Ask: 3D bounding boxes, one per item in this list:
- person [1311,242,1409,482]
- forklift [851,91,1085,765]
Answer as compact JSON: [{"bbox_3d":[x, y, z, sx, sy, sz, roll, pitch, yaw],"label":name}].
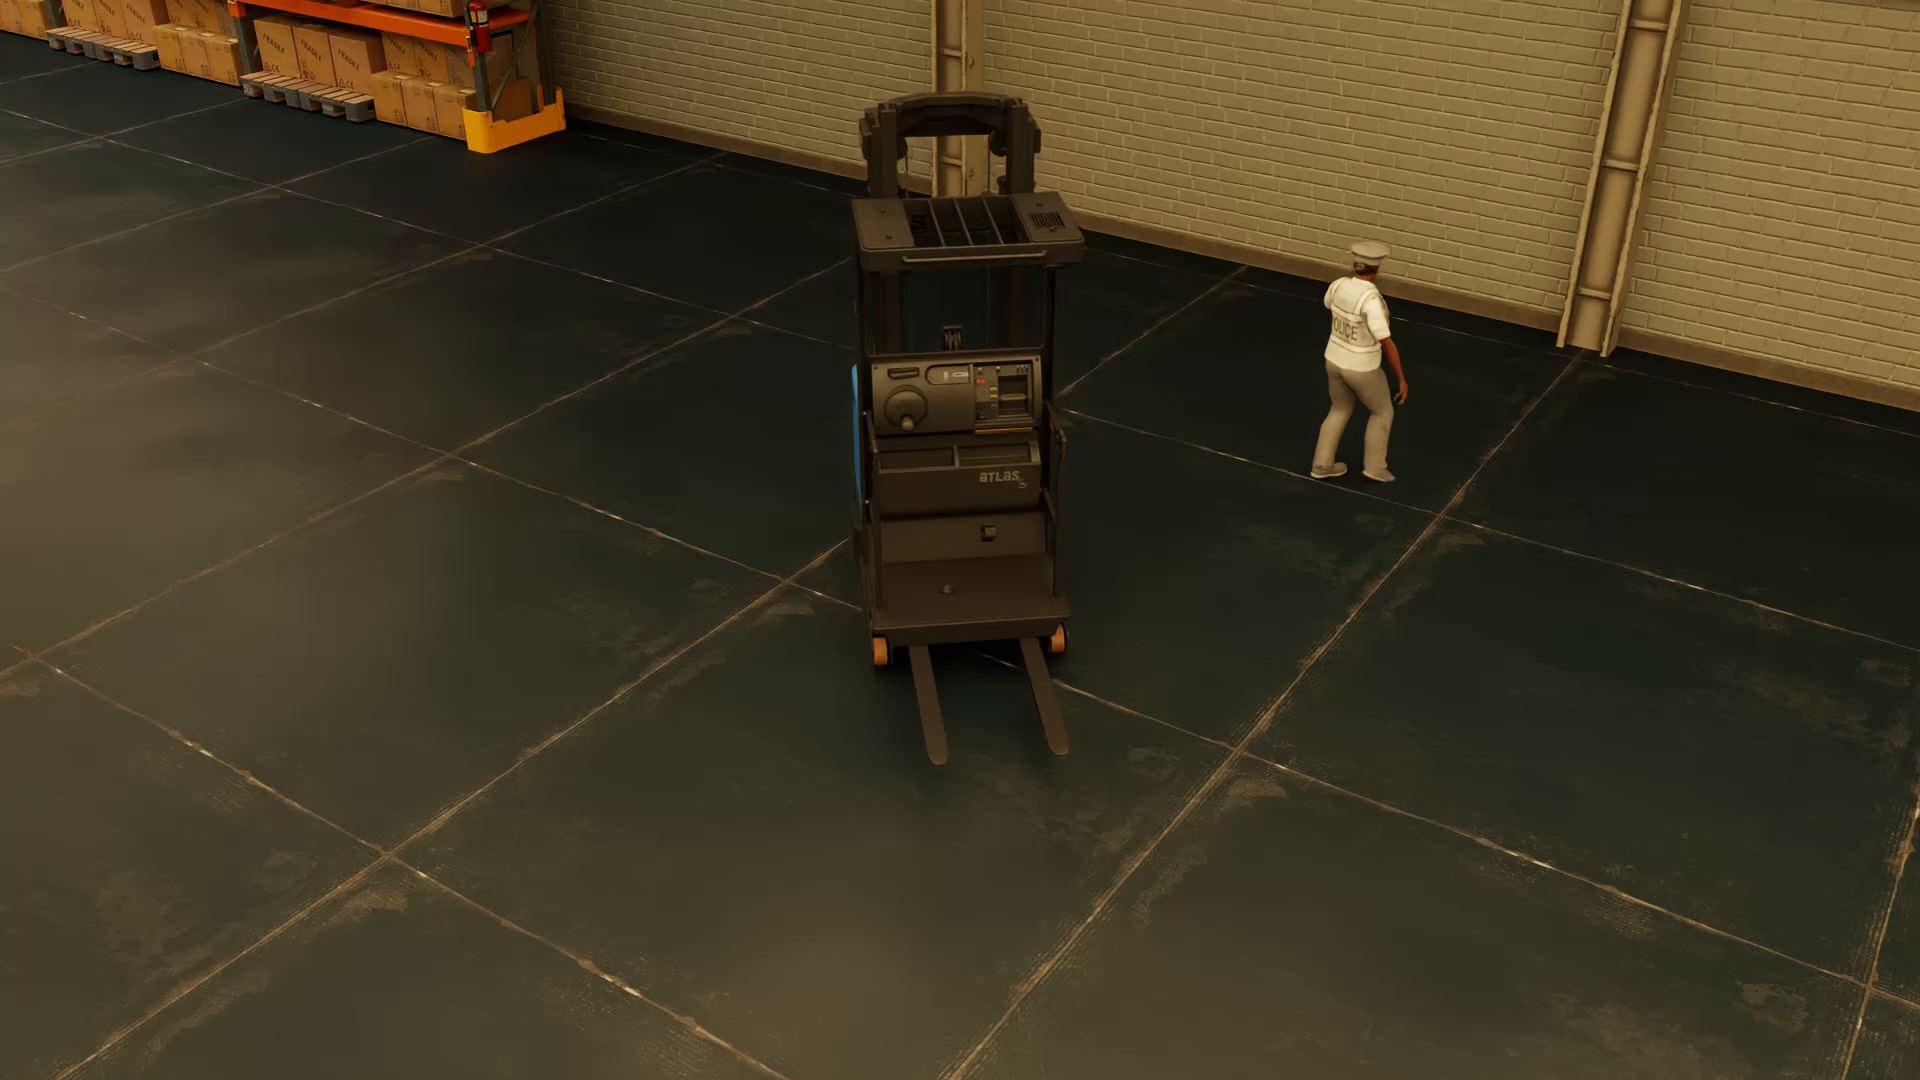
[{"bbox_3d":[2.651,-1.122,10.864,0.548,1.692,0.899,-15,33,-23],"label":"person"},{"bbox_3d":[0.013,-0.749,8.871,1.130,2.935,3.031,-4,30,-6],"label":"forklift"}]
